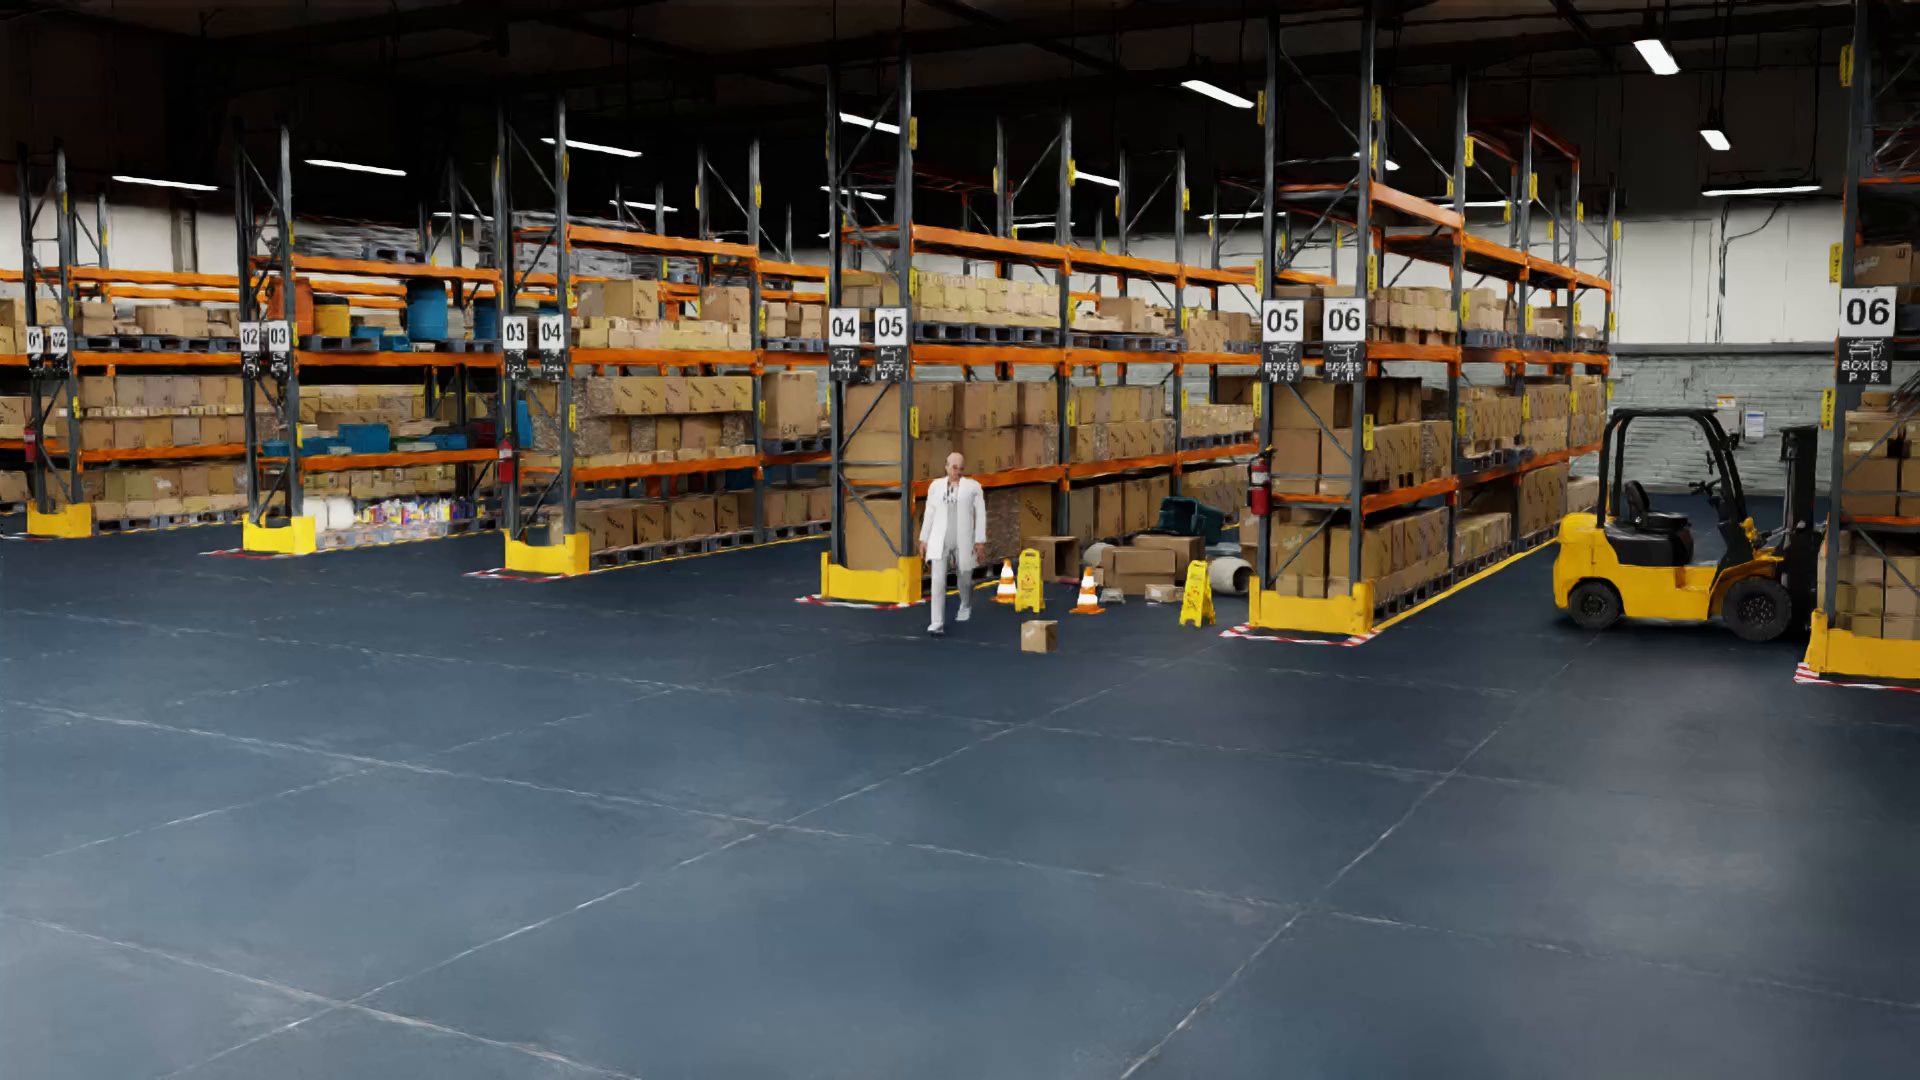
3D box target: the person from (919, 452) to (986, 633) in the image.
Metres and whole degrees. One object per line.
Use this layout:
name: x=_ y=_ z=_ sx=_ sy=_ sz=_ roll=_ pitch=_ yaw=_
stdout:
person: x=-0.073 y=0.011 z=16.093 sx=0.666 sy=1.735 sz=1.094 roll=1 pitch=6 yaw=5
